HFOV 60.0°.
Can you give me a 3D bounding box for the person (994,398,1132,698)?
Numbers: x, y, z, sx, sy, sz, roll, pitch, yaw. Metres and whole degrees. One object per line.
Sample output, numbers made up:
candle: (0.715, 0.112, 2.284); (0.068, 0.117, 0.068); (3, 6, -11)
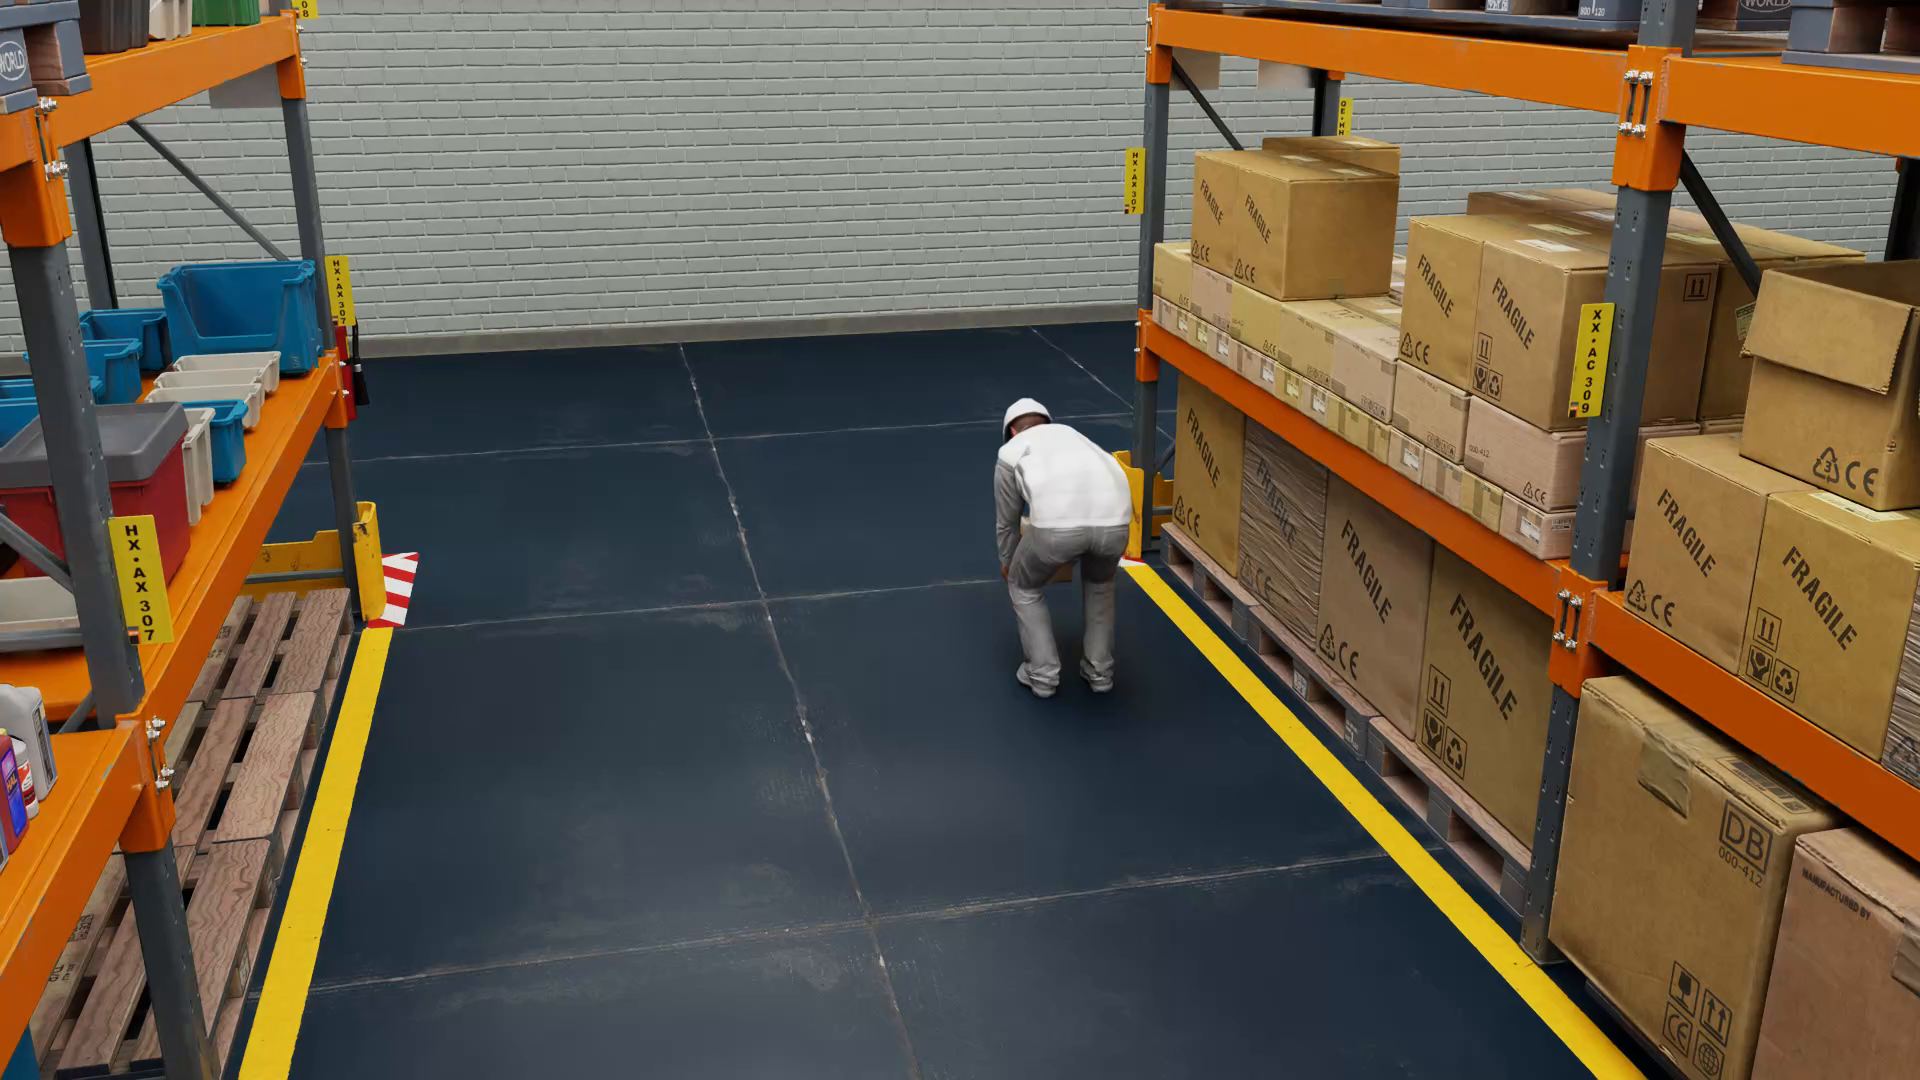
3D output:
person: (0.417, 0.027, 7.383); (0.493, 1.154, 0.989); (-5, 20, -15)
